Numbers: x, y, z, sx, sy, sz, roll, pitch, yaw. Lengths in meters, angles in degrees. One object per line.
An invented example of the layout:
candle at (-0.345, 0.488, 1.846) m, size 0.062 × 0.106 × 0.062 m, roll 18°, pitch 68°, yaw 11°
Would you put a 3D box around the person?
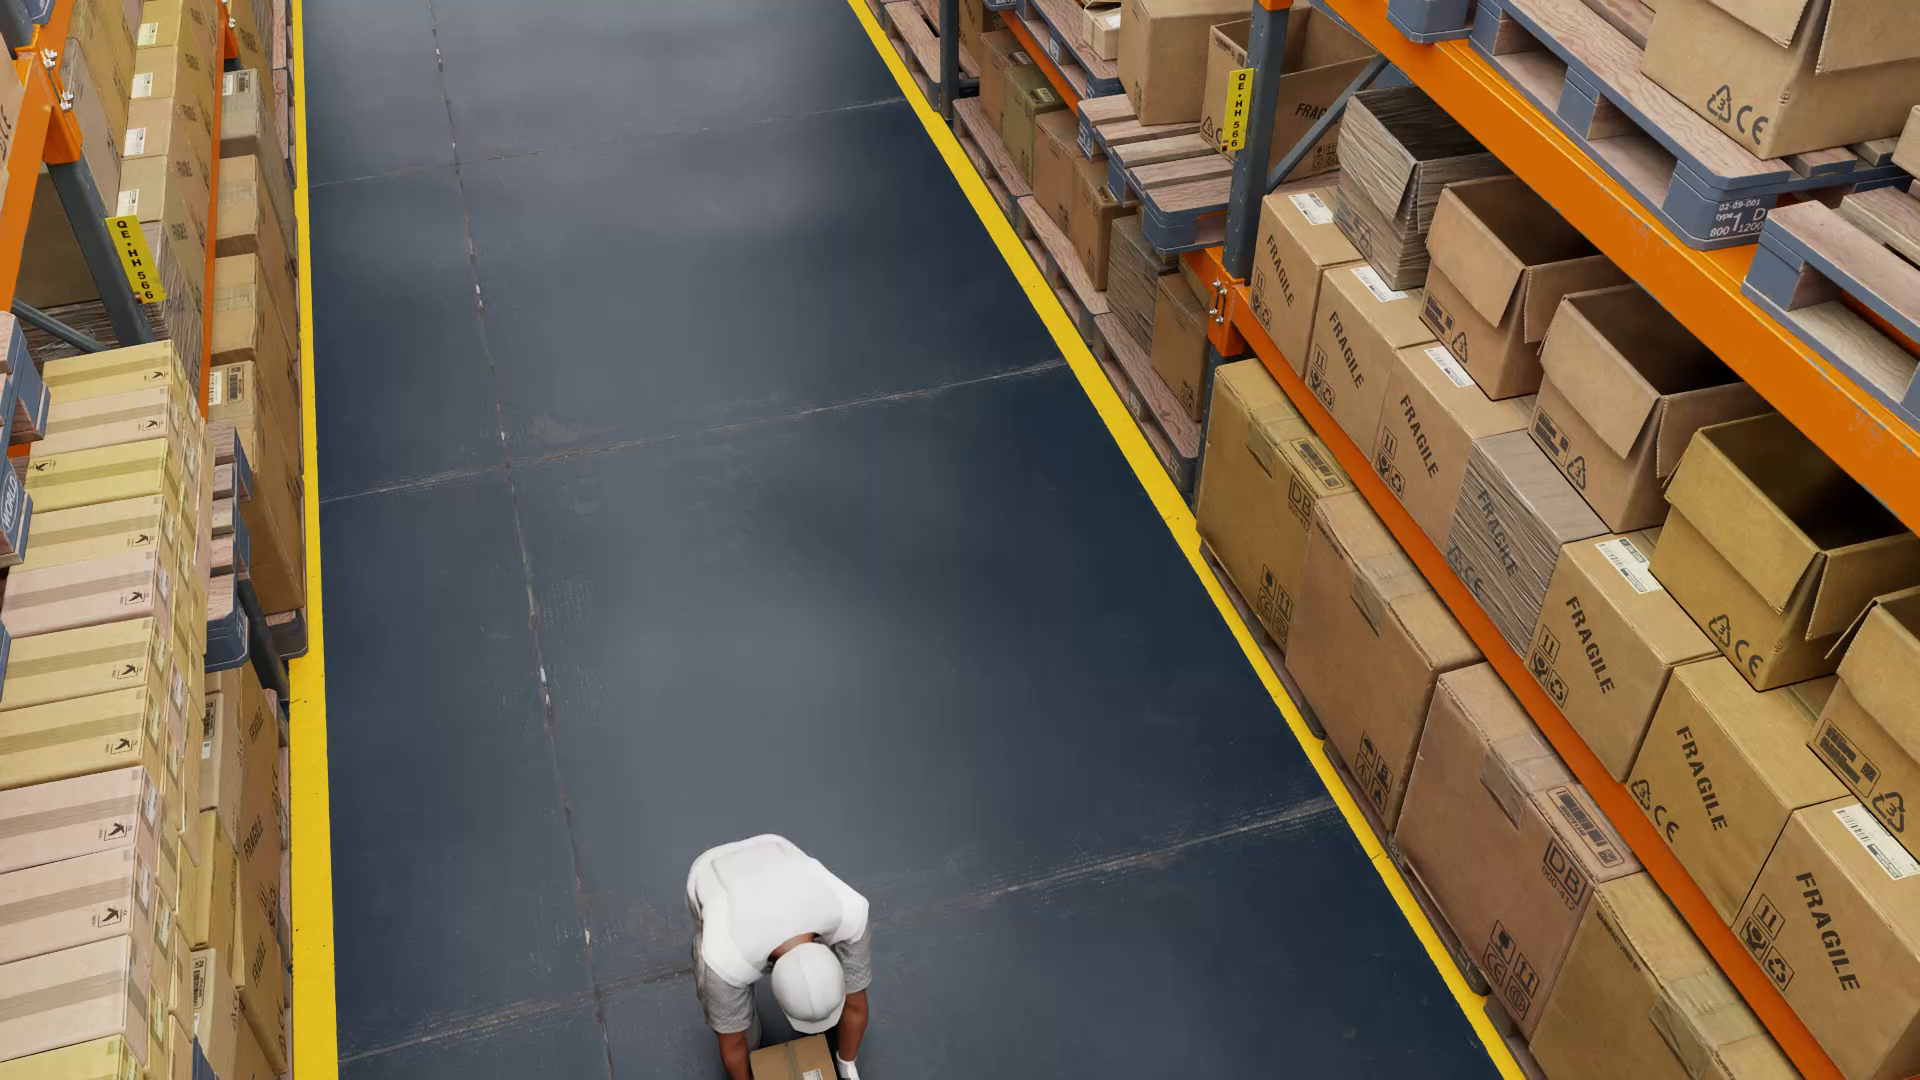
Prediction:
person at (-0.576, 1.338, 5.341) m, size 0.568 × 0.885 × 0.906 m, roll -12°, pitch 43°, yaw -13°
